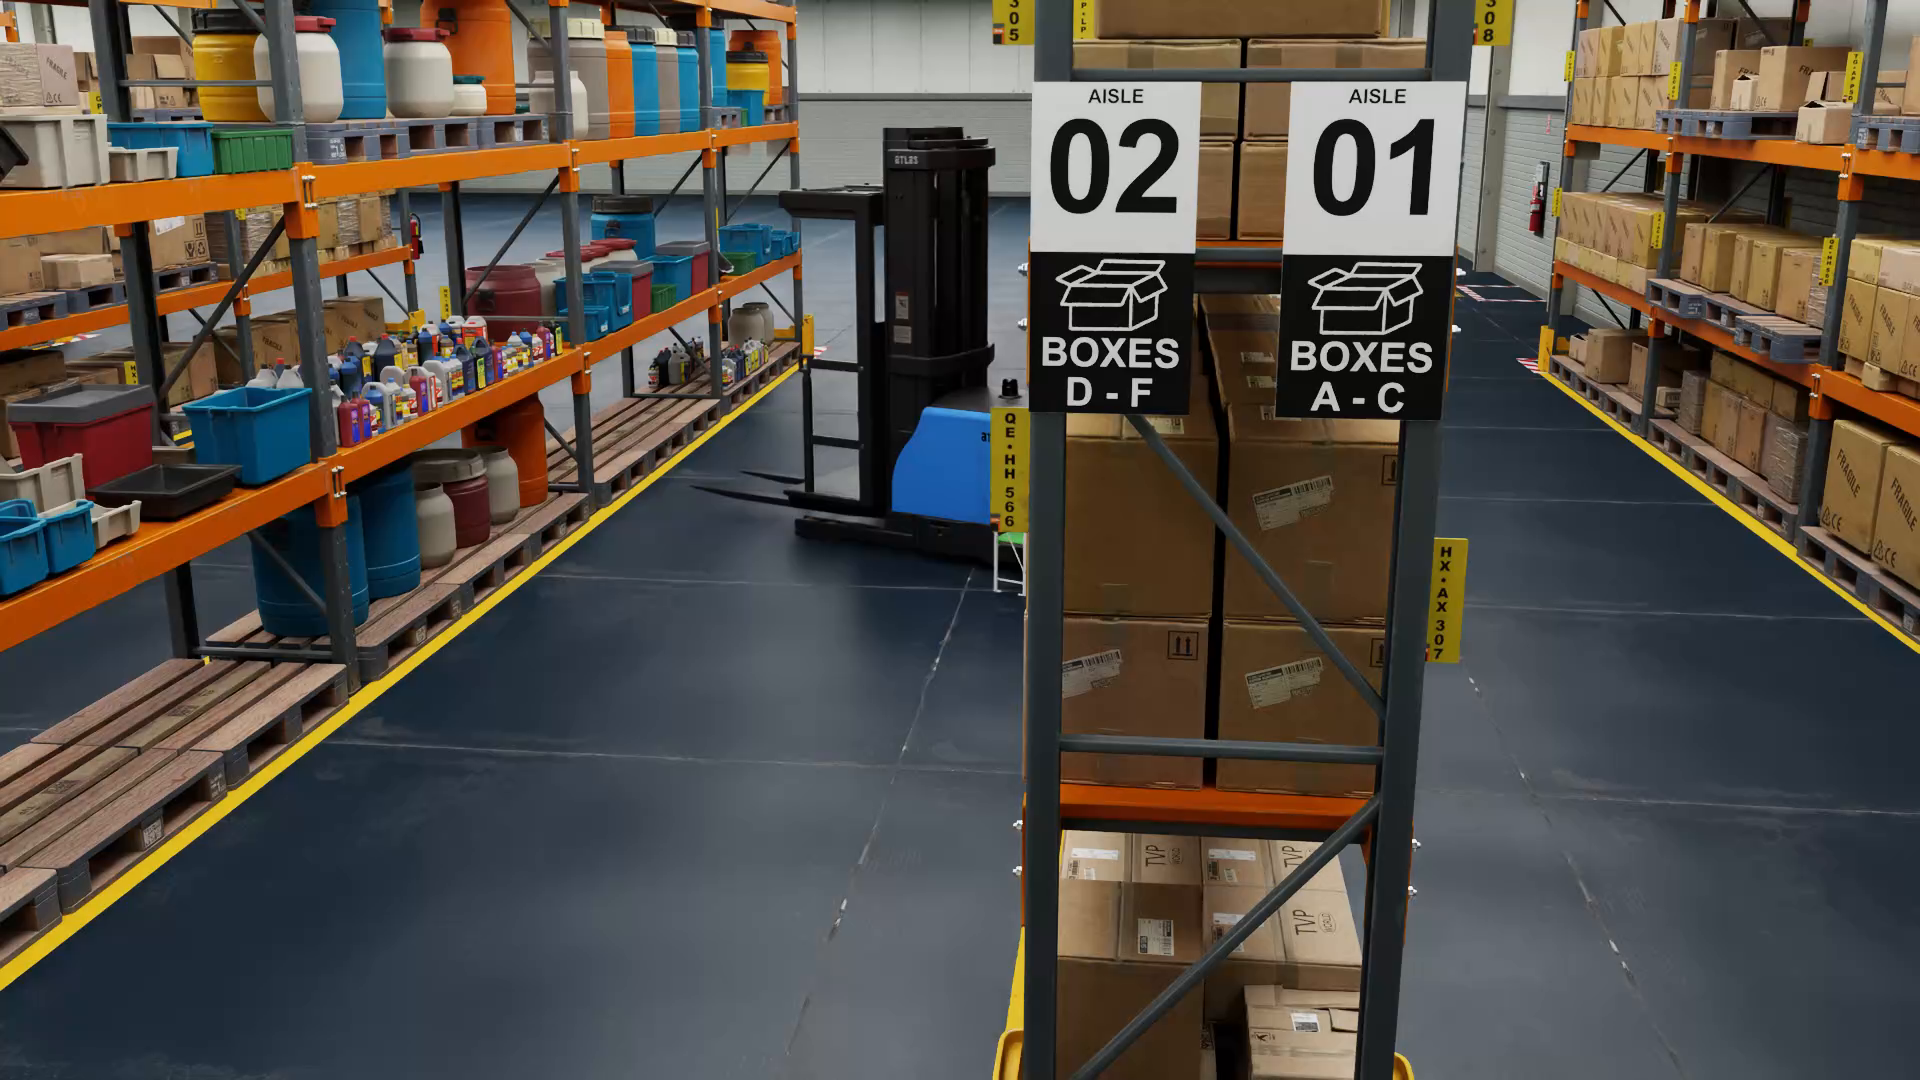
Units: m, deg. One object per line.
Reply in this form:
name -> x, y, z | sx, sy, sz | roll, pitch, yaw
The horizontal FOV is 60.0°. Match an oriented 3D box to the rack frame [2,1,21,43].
rack frame -> -12.277, -6.955, 20.644 | 1.000, 3.000, 0.127 | 2, 15, 6

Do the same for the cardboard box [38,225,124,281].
cardboard box -> -7.915, -2.650, 15.212 | 0.797, 0.503, 0.637 | 3, 15, 12

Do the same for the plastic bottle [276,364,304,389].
plastic bottle -> -3.871, -0.849, 9.649 | 0.144, 0.351, 0.185 | 2, 15, 6

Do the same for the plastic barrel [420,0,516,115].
plastic barrel -> -3.408, -3.377, 11.531 | 0.600, 0.830, 0.708 | 2, 15, 6

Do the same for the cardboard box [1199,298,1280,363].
cardboard box -> 1.274, -0.741, 7.049 | 0.500, 0.500, 0.500 | 1, 15, 5

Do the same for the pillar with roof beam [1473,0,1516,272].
pillar with roof beam -> 5.262, -9.377, 29.602 | 9.100, 9.000, 0.400 | 2, 15, 6

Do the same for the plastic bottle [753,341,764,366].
plastic bottle -> -2.266, -2.085, 18.501 | 0.152, 0.276, 0.135 | 2, 15, 7

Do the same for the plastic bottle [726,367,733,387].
plastic bottle -> -2.395, -1.688, 17.175 | 0.097, 0.201, 0.097 | 0, 15, 0

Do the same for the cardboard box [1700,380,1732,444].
cardboard box -> 6.879, -1.091, 14.395 | 0.700, 0.500, 0.500 | 1, 15, 5

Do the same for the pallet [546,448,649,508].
pallet -> -3.215, -0.520, 13.680 | 1.003, 0.211, 1.213 | 2, 15, 6

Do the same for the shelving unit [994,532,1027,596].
shelving unit -> 0.460, -0.285, 10.918 | 0.258, 1.200, 0.503 | 9, 18, 31

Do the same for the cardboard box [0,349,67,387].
cardboard box -> -8.167, -1.492, 14.444 | 0.500, 0.250, 0.500 | 3, 16, 13

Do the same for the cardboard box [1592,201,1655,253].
cardboard box -> 6.876, -3.238, 17.201 | 0.500, 0.500, 0.500 | 2, 15, 8

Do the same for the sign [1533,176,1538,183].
sign -> 9.335, -5.851, 26.969 | 0.001, 0.109, 0.331 | 2, 15, 6

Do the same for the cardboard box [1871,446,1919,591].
cardboard box -> 6.184, -0.125, 10.193 | 0.750, 0.750, 0.750 | 2, 15, 6

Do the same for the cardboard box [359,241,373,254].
cardboard box -> -7.236, -3.490, 19.804 | 0.380, 0.149, 0.250 | 2, 15, 6

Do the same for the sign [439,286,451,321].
sign -> -3.889, -1.759, 12.609 | 0.100, 0.325, 0.005 | 2, 15, 6

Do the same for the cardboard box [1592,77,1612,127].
cardboard box -> 6.969, -4.603, 17.461 | 0.500, 0.500, 0.500 | 2, 15, 9

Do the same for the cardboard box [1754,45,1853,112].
cardboard box -> 6.674, -3.651, 13.177 | 0.500, 0.500, 0.500 | 1, 15, 4

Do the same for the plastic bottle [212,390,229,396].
plastic bottle -> -4.069, -0.681, 9.170 | 0.152, 0.276, 0.135 | 2, 15, 6

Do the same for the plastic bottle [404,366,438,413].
plastic bottle -> -3.257, -0.918, 10.047 | 0.152, 0.276, 0.135 | 2, 15, 6

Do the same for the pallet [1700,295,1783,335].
pallet -> 6.685, -1.796, 13.426 | 1.003, 0.211, 1.213 | 2, 15, 6

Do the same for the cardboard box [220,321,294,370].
cardboard box -> -7.669, -2.097, 18.154 | 0.500, 0.500, 0.500 | 7, 17, 24

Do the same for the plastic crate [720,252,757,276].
plastic crate -> -2.456, -2.945, 17.713 | 0.450, 0.188, 0.662 | 2, 15, 6

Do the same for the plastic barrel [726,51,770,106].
plastic barrel -> -2.441, -5.183, 18.672 | 0.600, 0.588, 0.600 | 0, 15, 0

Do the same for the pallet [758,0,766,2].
pallet -> -2.689, -5.847, 17.675 | 1.003, 0.211, 1.213 | 2, 15, 6

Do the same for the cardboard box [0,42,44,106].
cardboard box -> -7.893, -3.795, 13.556 | 0.500, 0.500, 0.500 | 2, 15, 7

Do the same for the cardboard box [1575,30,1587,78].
cardboard box -> 7.121, -5.345, 18.291 | 0.500, 0.500, 0.500 | 1, 15, 2

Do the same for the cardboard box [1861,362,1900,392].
cardboard box -> 6.084, -1.053, 10.751 | 0.380, 0.149, 0.250 | 2, 15, 8

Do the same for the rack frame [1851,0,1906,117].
rack frame -> 6.503, -4.270, 10.715 | 1.000, 3.000, 0.127 | 2, 15, 6

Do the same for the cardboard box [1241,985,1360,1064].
cardboard box -> 1.094, 1.548, 5.277 | 0.380, 0.166, 0.250 | 2, 15, 6

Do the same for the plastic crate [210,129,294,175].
plastic crate -> -3.540, -1.856, 7.937 | 0.450, 0.188, 0.662 | 2, 15, 6

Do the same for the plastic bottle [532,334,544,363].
plastic bottle -> -3.020, -1.364, 11.839 | 0.097, 0.201, 0.097 | 0, 15, 0

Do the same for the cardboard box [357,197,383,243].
cardboard box -> -7.386, -3.804, 19.721 | 0.875, 0.500, 0.500 | 2, 15, 6

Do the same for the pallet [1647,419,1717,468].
pallet -> 6.868, -0.864, 14.952 | 1.003, 0.211, 1.213 | 2, 15, 6

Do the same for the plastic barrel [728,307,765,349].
plastic barrel -> -2.493, -2.440, 19.400 | 0.421, 0.512, 0.421 | 0, 15, 0

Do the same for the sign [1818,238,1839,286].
sign -> 5.962, -1.909, 11.407 | 0.100, 0.325, 0.005 | 2, 15, 6

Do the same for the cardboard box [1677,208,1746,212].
cardboard box -> 7.277, -2.961, 16.178 | 0.500, 0.500, 0.500 | 2, 15, 6

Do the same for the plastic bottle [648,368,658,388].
plastic bottle -> -3.158, -1.668, 17.104 | 0.097, 0.201, 0.097 | 0, 15, 0

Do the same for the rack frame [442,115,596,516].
rack frame -> -3.341, -1.666, 12.577 | 1.000, 3.000, 0.127 | 2, 15, 6

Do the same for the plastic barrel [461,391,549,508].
plastic barrel -> -3.379, -0.694, 12.335 | 0.600, 0.830, 0.708 | 2, 15, 6

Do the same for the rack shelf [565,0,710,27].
rack shelf -> -3.115, -4.541, 13.859 | 1.077, 0.370, 4.000 | 2, 15, 6

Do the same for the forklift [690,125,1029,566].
forklift -> -0.616, -1.496, 12.080 | 3.031, 2.935, 1.130 | 9, 17, 29

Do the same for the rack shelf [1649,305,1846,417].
rack shelf -> 6.728, -1.546, 13.510 | 1.077, 0.370, 4.000 | 2, 15, 6

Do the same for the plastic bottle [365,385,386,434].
plastic bottle -> -3.306, -0.739, 9.397 | 0.097, 0.271, 0.097 | 0, 15, 0

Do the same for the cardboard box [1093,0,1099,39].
cardboard box -> 0.864, -2.078, 6.247 | 0.700, 0.500, 0.500 | 2, 15, 6

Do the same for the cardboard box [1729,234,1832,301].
cardboard box -> 6.749, -2.225, 13.610 | 0.700, 0.500, 0.500 | 4, 16, 14

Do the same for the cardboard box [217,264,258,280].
cardboard box -> -7.488, -2.775, 17.160 | 0.380, 0.149, 0.250 | 2, 15, 6

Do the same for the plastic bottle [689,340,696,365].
plastic bottle -> -2.991, -2.086, 18.516 | 0.097, 0.271, 0.097 | 0, 15, 0

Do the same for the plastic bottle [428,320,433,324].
plastic bottle -> -3.794, -1.423, 11.902 | 0.061, 0.283, 0.133 | 2, 15, 6

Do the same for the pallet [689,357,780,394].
pallet -> -2.637, -1.848, 18.591 | 1.003, 0.211, 1.213 | 2, 15, 6

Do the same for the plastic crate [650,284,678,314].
plastic crate -> -2.806, -2.141, 14.740 | 0.450, 0.188, 0.662 | 2, 15, 6

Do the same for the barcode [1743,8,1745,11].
barcode -> 7.538, -5.125, 15.982 | 0.001, 0.075, 0.075 | 2, 15, 6

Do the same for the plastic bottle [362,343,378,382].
plastic bottle -> -3.868, -1.144, 10.883 | 0.152, 0.276, 0.135 | 2, 15, 6
